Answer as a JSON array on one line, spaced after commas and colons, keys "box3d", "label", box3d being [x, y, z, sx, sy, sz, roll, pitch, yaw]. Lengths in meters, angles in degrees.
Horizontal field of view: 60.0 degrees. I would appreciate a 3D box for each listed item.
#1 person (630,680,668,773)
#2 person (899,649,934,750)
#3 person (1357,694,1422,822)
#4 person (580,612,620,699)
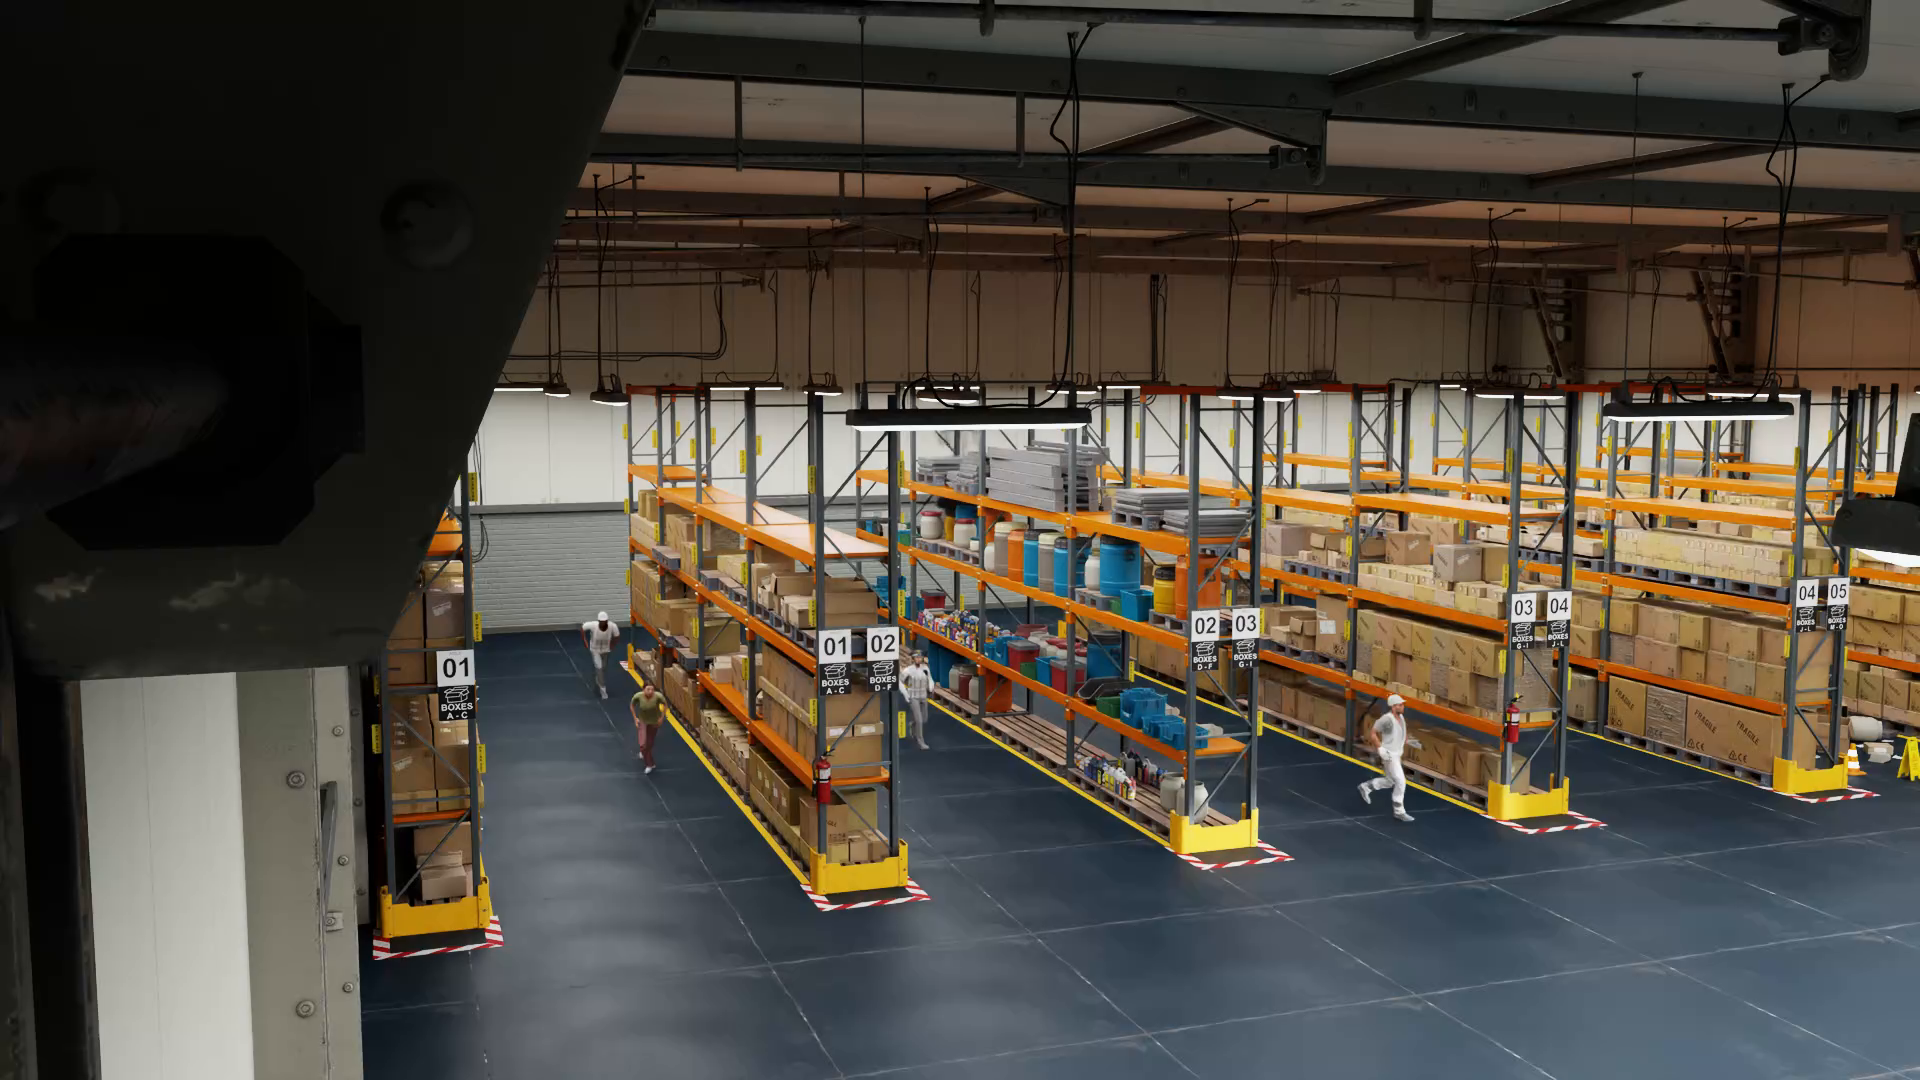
[{"box3d": [-4.921, 2.951, 26.283, 0.587, 1.394, 0.964, -1, 6, -14], "label": "person"}, {"box3d": [-0.732, 2.631, 27.791, 0.616, 1.664, 0.716, -3, 7, -28], "label": "person"}, {"box3d": [6.010, 3.037, 23.483, 0.908, 1.765, 0.637, 5, 8, 40], "label": "person"}, {"box3d": [-6.974, 2.193, 32.247, 0.746, 1.715, 1.060, -2, 6, -19], "label": "person"}]
